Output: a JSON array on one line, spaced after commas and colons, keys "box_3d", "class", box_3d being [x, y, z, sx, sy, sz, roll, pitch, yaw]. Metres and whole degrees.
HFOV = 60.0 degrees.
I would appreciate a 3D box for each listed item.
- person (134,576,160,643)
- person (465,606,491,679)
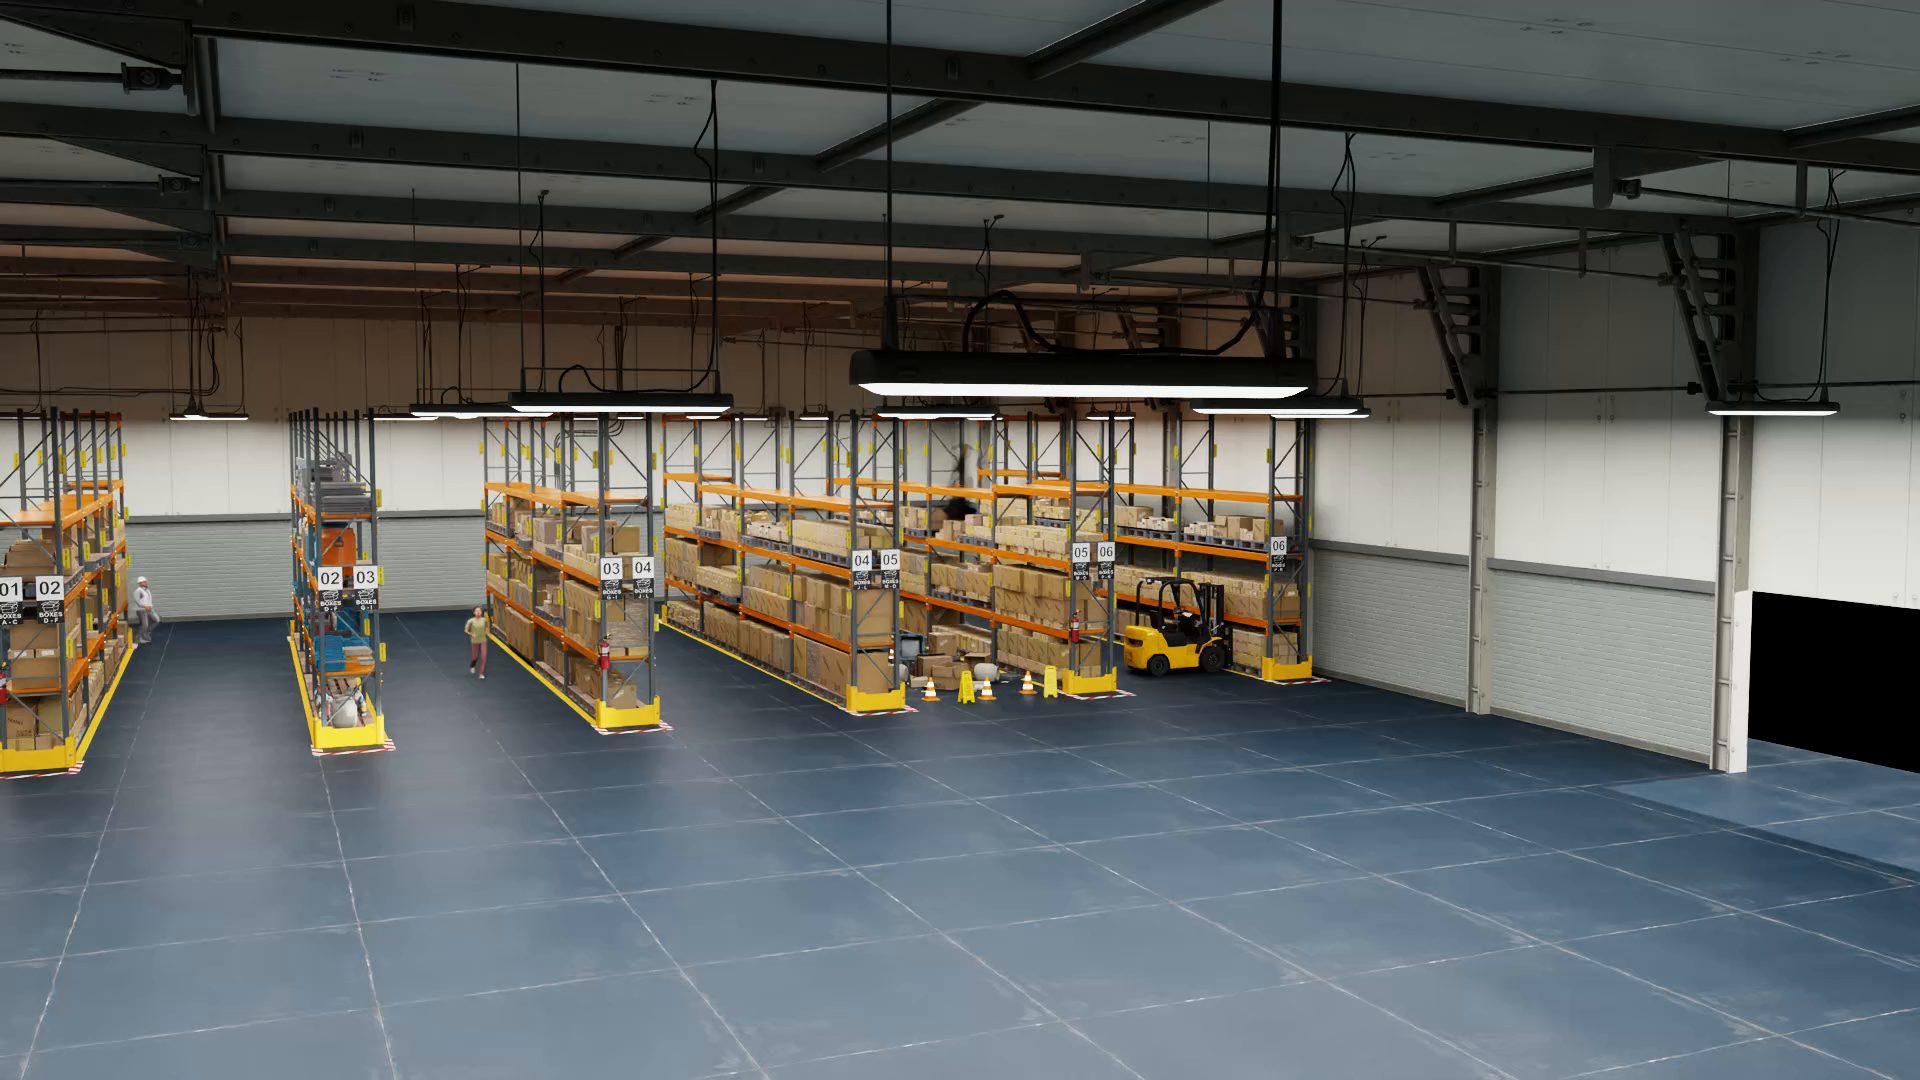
[{"box_3d": [-21.234, 1.810, 43.364, 0.605, 1.737, 0.679, 0, 4, 0], "class": "person"}, {"box_3d": [-10.802, 2.293, 37.322, 0.588, 1.628, 0.758, -2, 5, -29], "class": "person"}]
